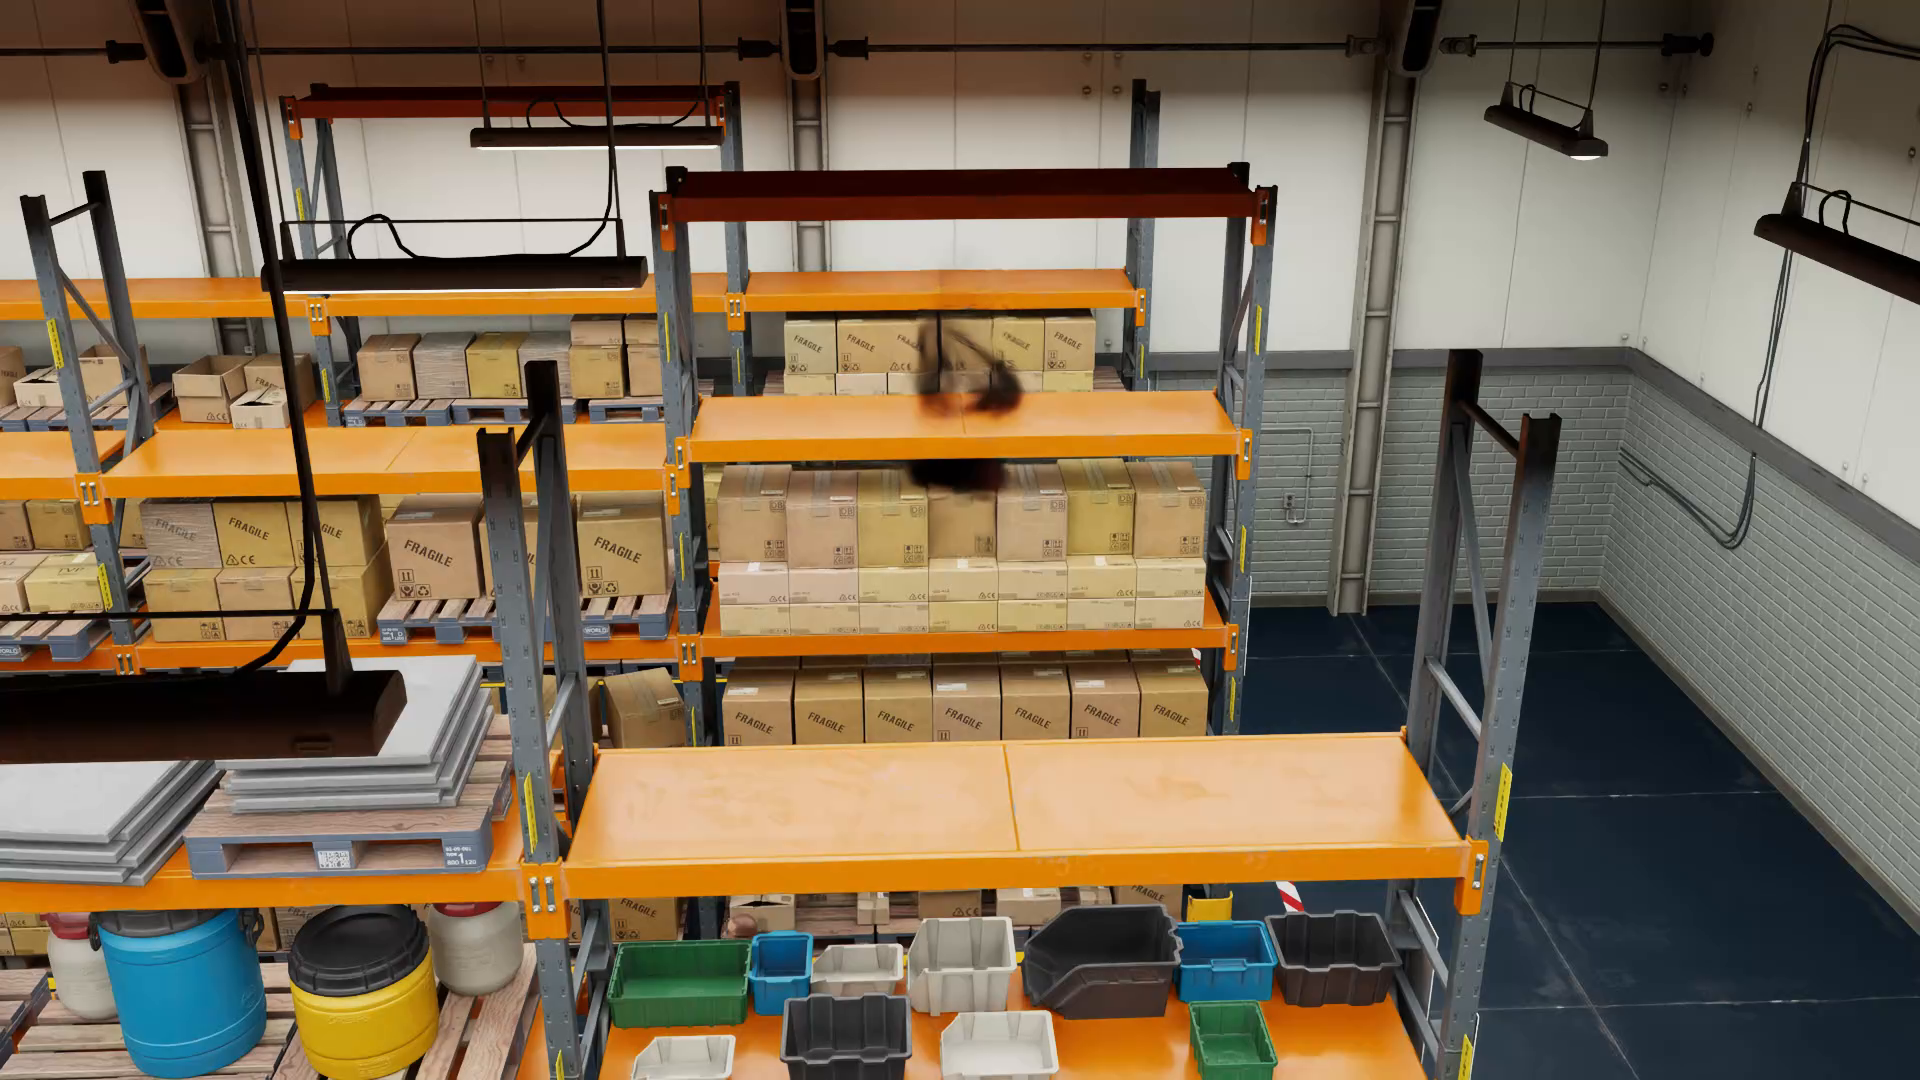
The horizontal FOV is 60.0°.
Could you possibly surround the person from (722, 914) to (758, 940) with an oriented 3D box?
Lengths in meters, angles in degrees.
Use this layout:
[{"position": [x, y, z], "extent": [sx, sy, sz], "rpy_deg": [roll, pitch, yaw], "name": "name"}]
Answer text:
[{"position": [-1.287, 3.202, 11.021], "extent": [0.897, 1.711, 0.654], "rpy_deg": [-3, 22, -8], "name": "person"}]
